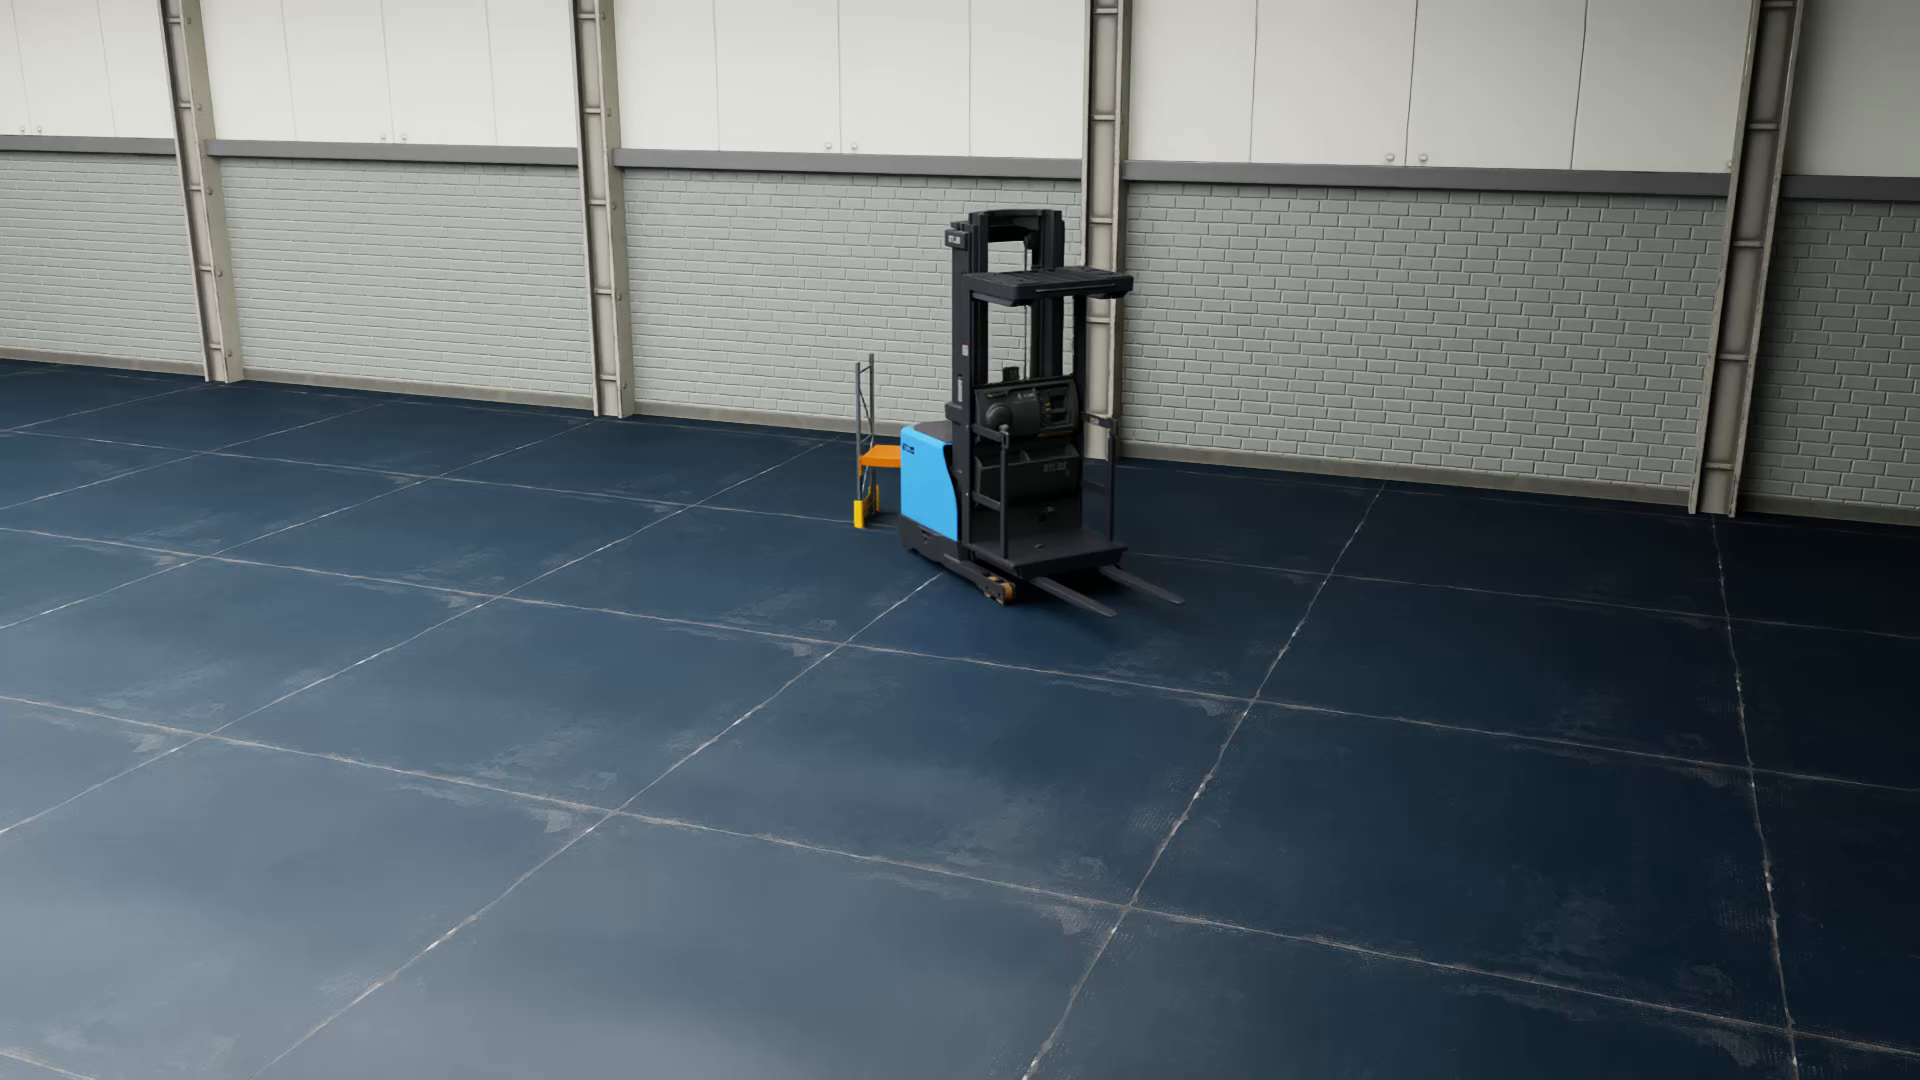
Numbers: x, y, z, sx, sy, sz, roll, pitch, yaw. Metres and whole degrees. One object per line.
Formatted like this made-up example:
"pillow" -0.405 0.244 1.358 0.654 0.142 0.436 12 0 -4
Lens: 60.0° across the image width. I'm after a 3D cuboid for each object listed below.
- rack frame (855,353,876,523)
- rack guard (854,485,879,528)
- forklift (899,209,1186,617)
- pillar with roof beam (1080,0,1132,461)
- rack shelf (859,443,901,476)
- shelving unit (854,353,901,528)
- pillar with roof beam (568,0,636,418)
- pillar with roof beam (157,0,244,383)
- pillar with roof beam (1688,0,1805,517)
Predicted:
"rack frame" -0.857 -0.912 15.125 0.032 1.500 0.500 4 17 12
"rack guard" -0.856 -0.312 15.299 0.087 0.250 0.587 4 17 12
"forklift" 0.640 -1.056 13.053 1.130 2.935 3.031 -9 18 -28
"pillar with roof beam" -0.110 -4.088 12.616 0.400 9.000 9.100 6 17 21
"rack shelf" -0.362 -0.708 15.067 1.000 0.185 0.538 4 17 12
"shelving unit" -0.371 -0.881 15.019 1.083 1.500 0.587 4 17 12
"pillar with roof beam" -5.691 -4.702 14.730 0.400 9.000 9.100 6 17 21
"pillar with roof beam" -11.273 -5.316 16.844 0.400 9.000 9.100 6 17 21
"pillar with roof beam" 5.472 -3.475 10.502 0.400 9.000 9.100 6 17 21
